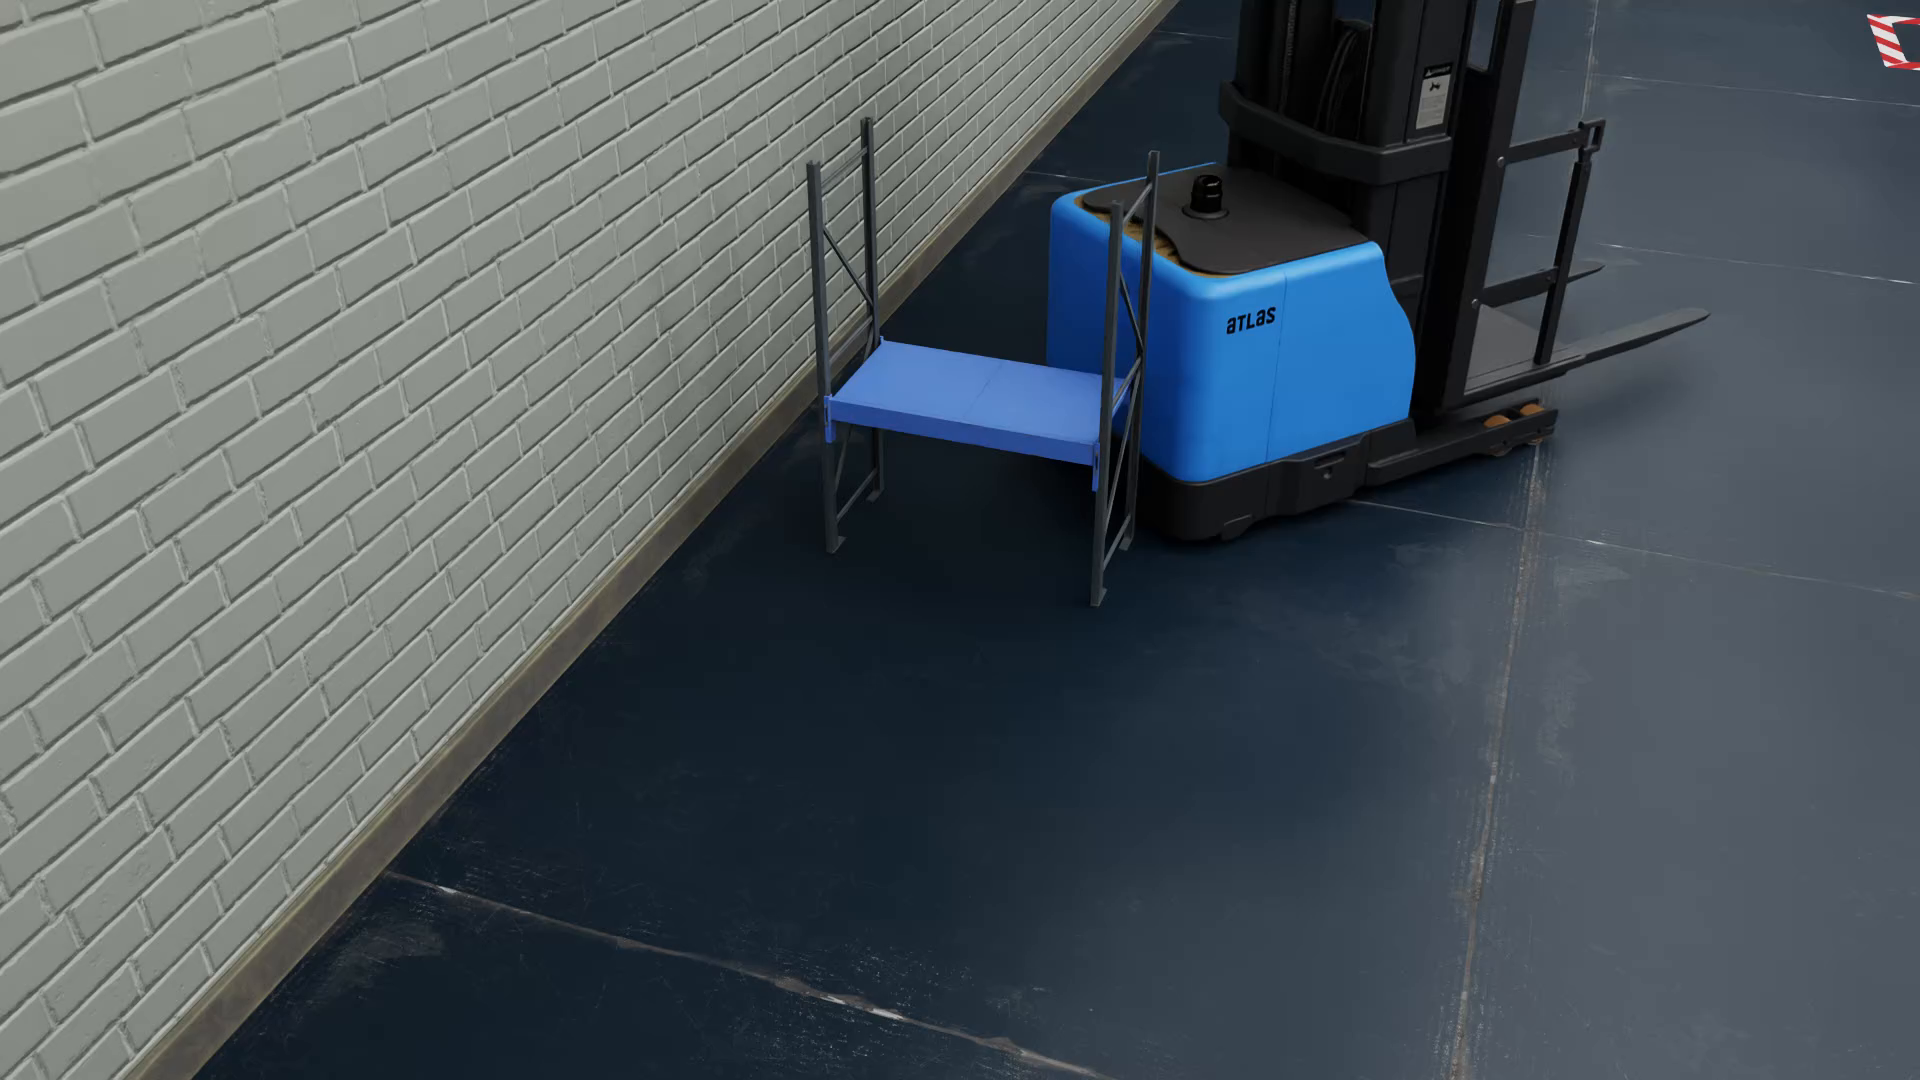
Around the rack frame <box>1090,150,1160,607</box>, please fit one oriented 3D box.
[{"bbox_3d":[0.559,-0.521,5.675,0.032,1.500,0.500,11,34,16],"label":"rack frame"}]

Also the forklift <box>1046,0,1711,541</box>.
[{"bbox_3d":[1.864,-1.802,6.339,3.031,2.935,1.130,-17,37,-25],"label":"forklift"}]

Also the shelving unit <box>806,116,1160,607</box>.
[{"bbox_3d":[0.080,-0.614,5.819,1.048,1.500,0.538,11,34,16],"label":"shelving unit"}]

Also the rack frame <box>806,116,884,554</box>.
[{"bbox_3d":[-0.398,-0.708,5.963,0.032,1.500,0.500,11,34,16],"label":"rack frame"}]

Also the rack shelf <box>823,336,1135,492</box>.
[{"bbox_3d":[0.080,-0.463,5.917,1.000,0.185,0.538,11,34,16],"label":"rack shelf"}]
